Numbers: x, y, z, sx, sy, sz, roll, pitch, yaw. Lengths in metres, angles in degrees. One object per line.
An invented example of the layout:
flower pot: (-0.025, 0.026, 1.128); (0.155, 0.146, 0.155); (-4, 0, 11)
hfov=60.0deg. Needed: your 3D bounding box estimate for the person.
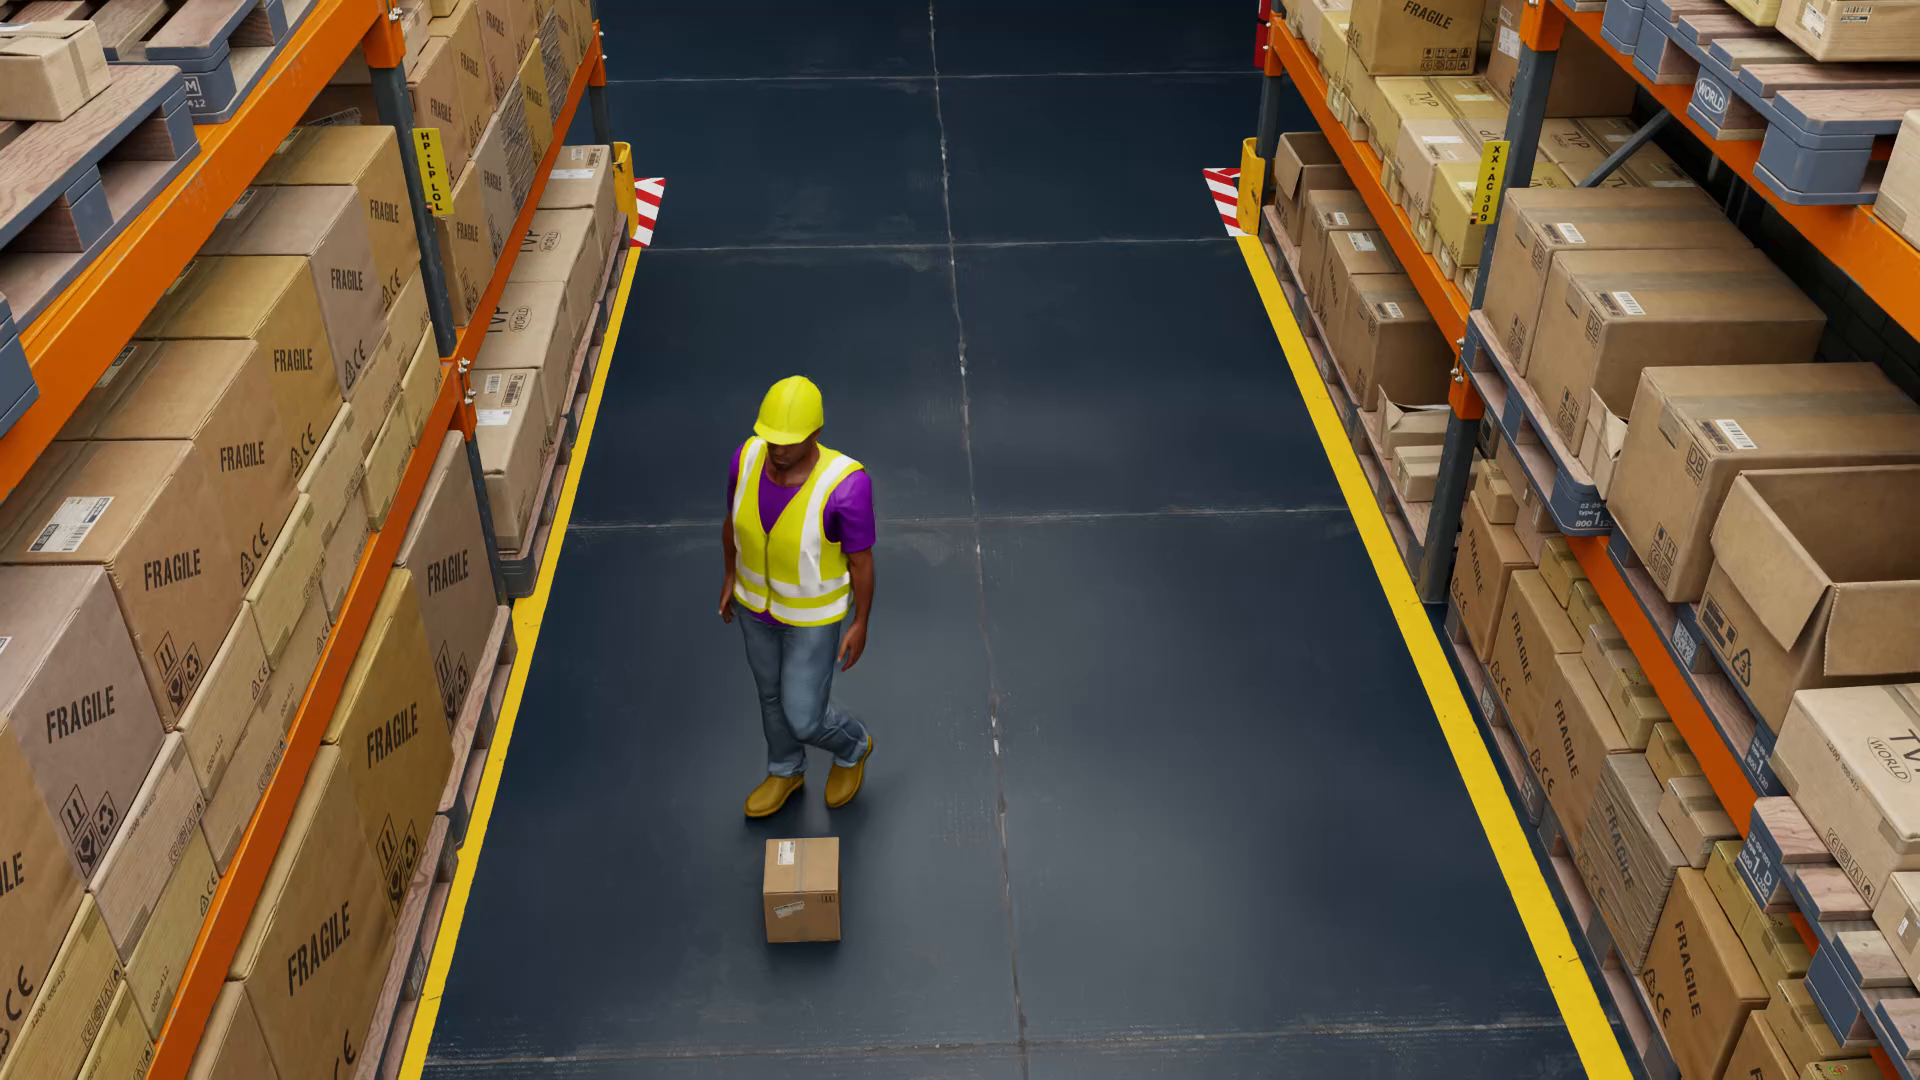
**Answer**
person: (-0.600, 0.231, 5.781); (0.613, 1.763, 0.466); (18, 39, 24)
